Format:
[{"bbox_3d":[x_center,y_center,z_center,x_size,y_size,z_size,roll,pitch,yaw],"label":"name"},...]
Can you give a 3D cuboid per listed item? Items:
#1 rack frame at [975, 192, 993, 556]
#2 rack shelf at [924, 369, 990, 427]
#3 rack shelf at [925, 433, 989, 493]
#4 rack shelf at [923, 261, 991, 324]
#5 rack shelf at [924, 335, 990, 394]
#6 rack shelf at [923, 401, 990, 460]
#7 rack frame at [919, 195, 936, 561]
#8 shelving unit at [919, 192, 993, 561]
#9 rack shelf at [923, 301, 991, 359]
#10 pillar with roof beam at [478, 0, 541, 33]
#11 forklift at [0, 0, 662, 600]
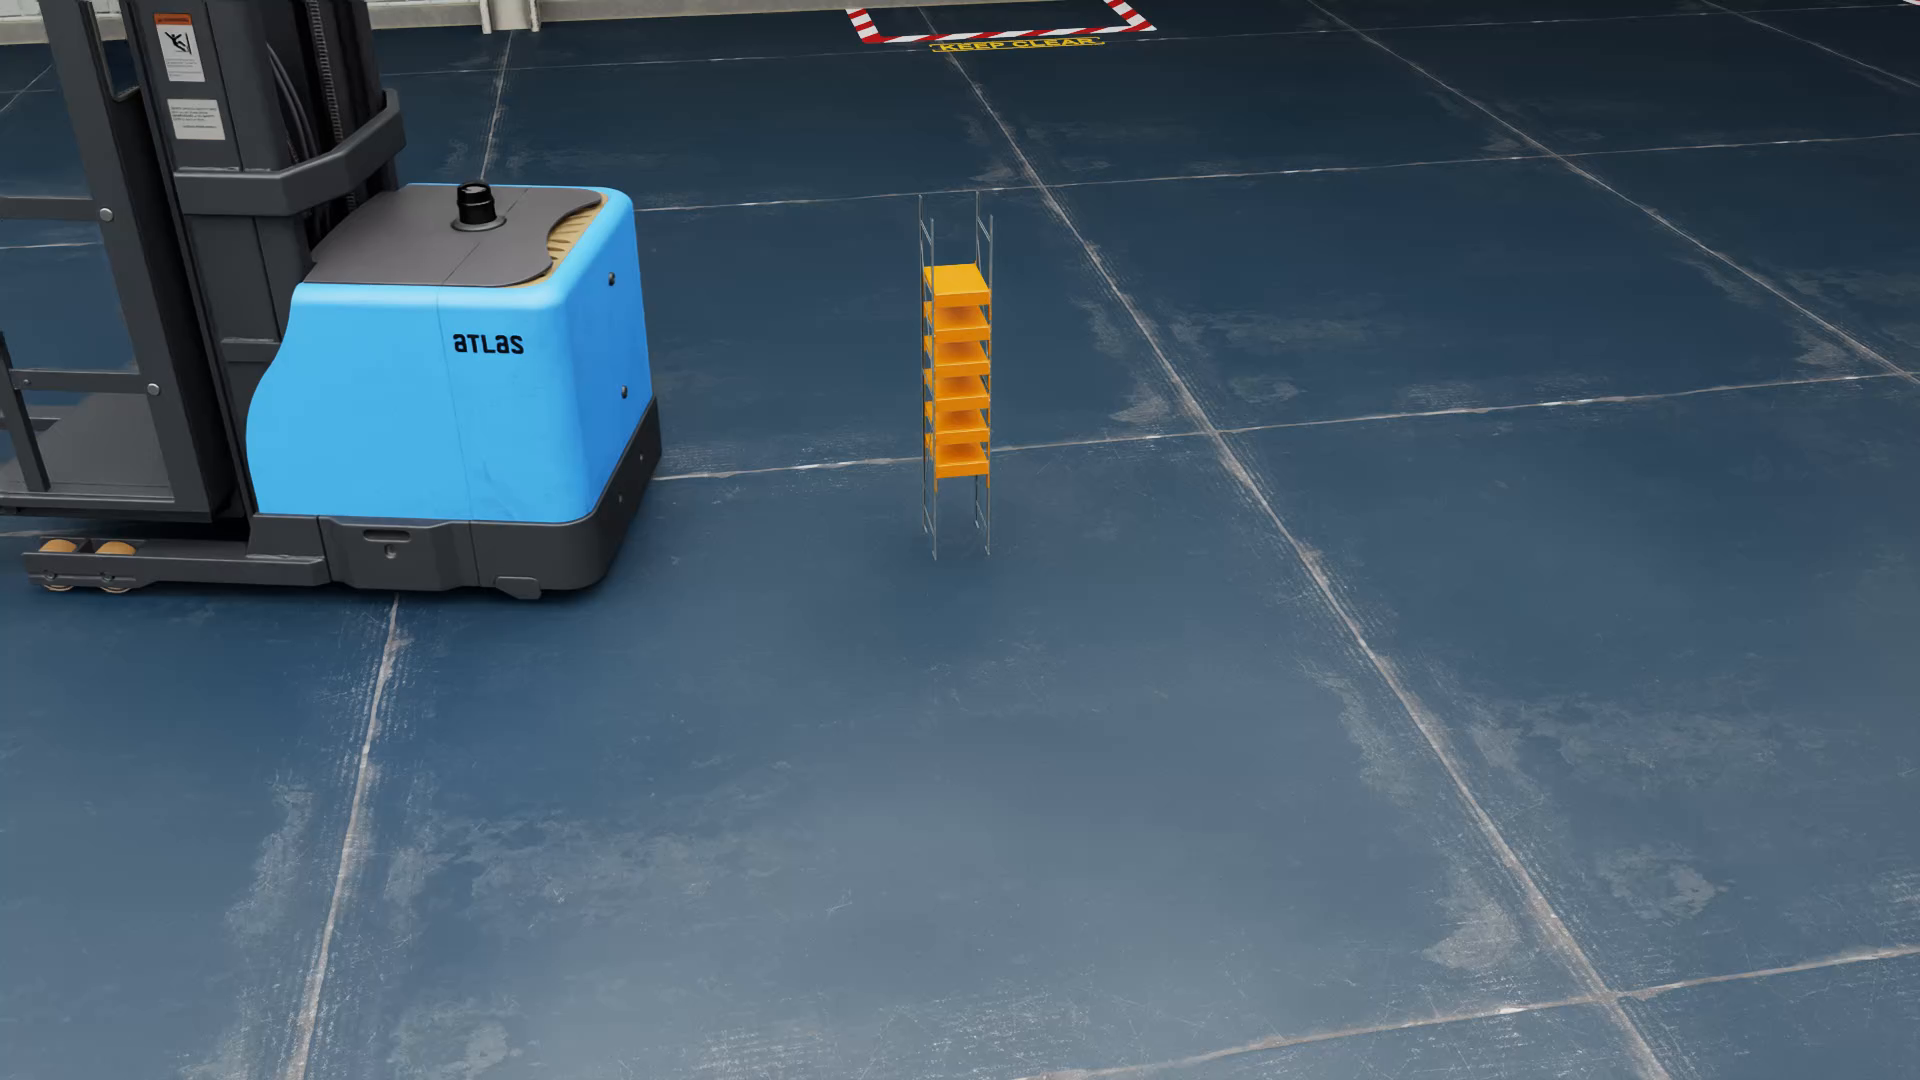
[{"bbox_3d":[0.076,-0.524,5.458,0.006,1.200,0.240,-5,31,-9],"label":"rack frame"},{"bbox_3d":[-0.014,-0.478,5.466,0.180,0.103,0.258,-5,31,-9],"label":"rack shelf"},{"bbox_3d":[-0.014,-0.271,5.588,0.180,0.103,0.258,-5,31,-9],"label":"rack shelf"},{"bbox_3d":[-0.014,-0.788,5.284,0.180,0.103,0.258,-5,31,-9],"label":"rack shelf"},{"bbox_3d":[-0.014,-0.581,5.405,0.180,0.103,0.258,-5,31,-9],"label":"rack shelf"},{"bbox_3d":[-0.014,-0.374,5.527,0.180,0.103,0.258,-5,31,-9],"label":"rack shelf"},{"bbox_3d":[-0.104,-0.508,5.429,0.006,1.200,0.240,-5,31,-9],"label":"rack frame"},{"bbox_3d":[-0.014,-0.516,5.444,0.189,1.200,0.258,-5,31,-9],"label":"shelving unit"},{"bbox_3d":[-0.014,-0.684,5.344,0.180,0.103,0.258,-5,31,-9],"label":"rack shelf"},{"bbox_3d":[-2.478,-5.462,6.161,0.400,9.000,9.100,-5,31,-9],"label":"pillar with roof beam"},{"bbox_3d":[-2.641,-1.354,5.161,3.031,2.935,1.130,2,31,3],"label":"forklift"}]
